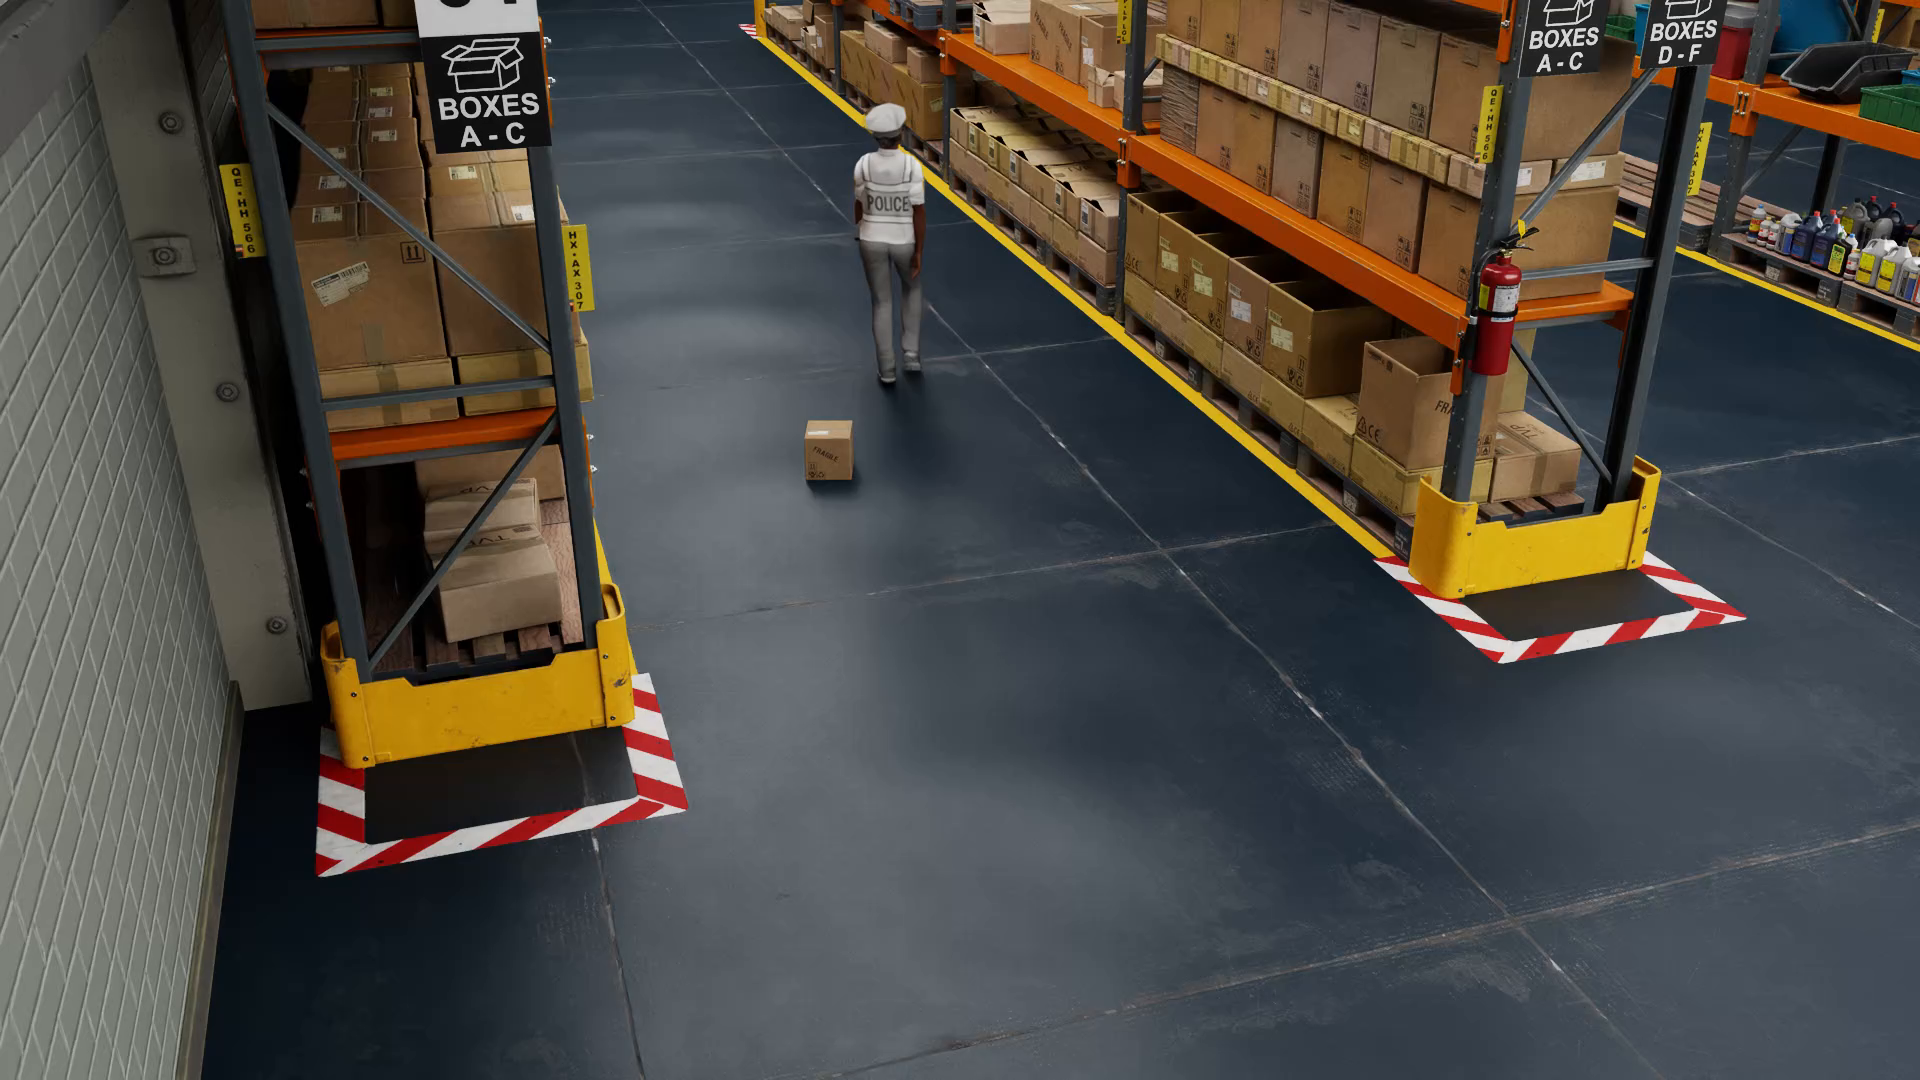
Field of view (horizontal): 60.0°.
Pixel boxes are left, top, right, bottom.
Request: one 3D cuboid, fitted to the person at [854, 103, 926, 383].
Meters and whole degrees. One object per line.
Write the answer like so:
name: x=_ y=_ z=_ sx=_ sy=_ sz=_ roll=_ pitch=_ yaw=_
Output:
person: x=-0.425 y=-1.787 z=10.212 sx=0.438 sy=1.763 sz=0.525 roll=-1 pitch=27 yaw=-1
